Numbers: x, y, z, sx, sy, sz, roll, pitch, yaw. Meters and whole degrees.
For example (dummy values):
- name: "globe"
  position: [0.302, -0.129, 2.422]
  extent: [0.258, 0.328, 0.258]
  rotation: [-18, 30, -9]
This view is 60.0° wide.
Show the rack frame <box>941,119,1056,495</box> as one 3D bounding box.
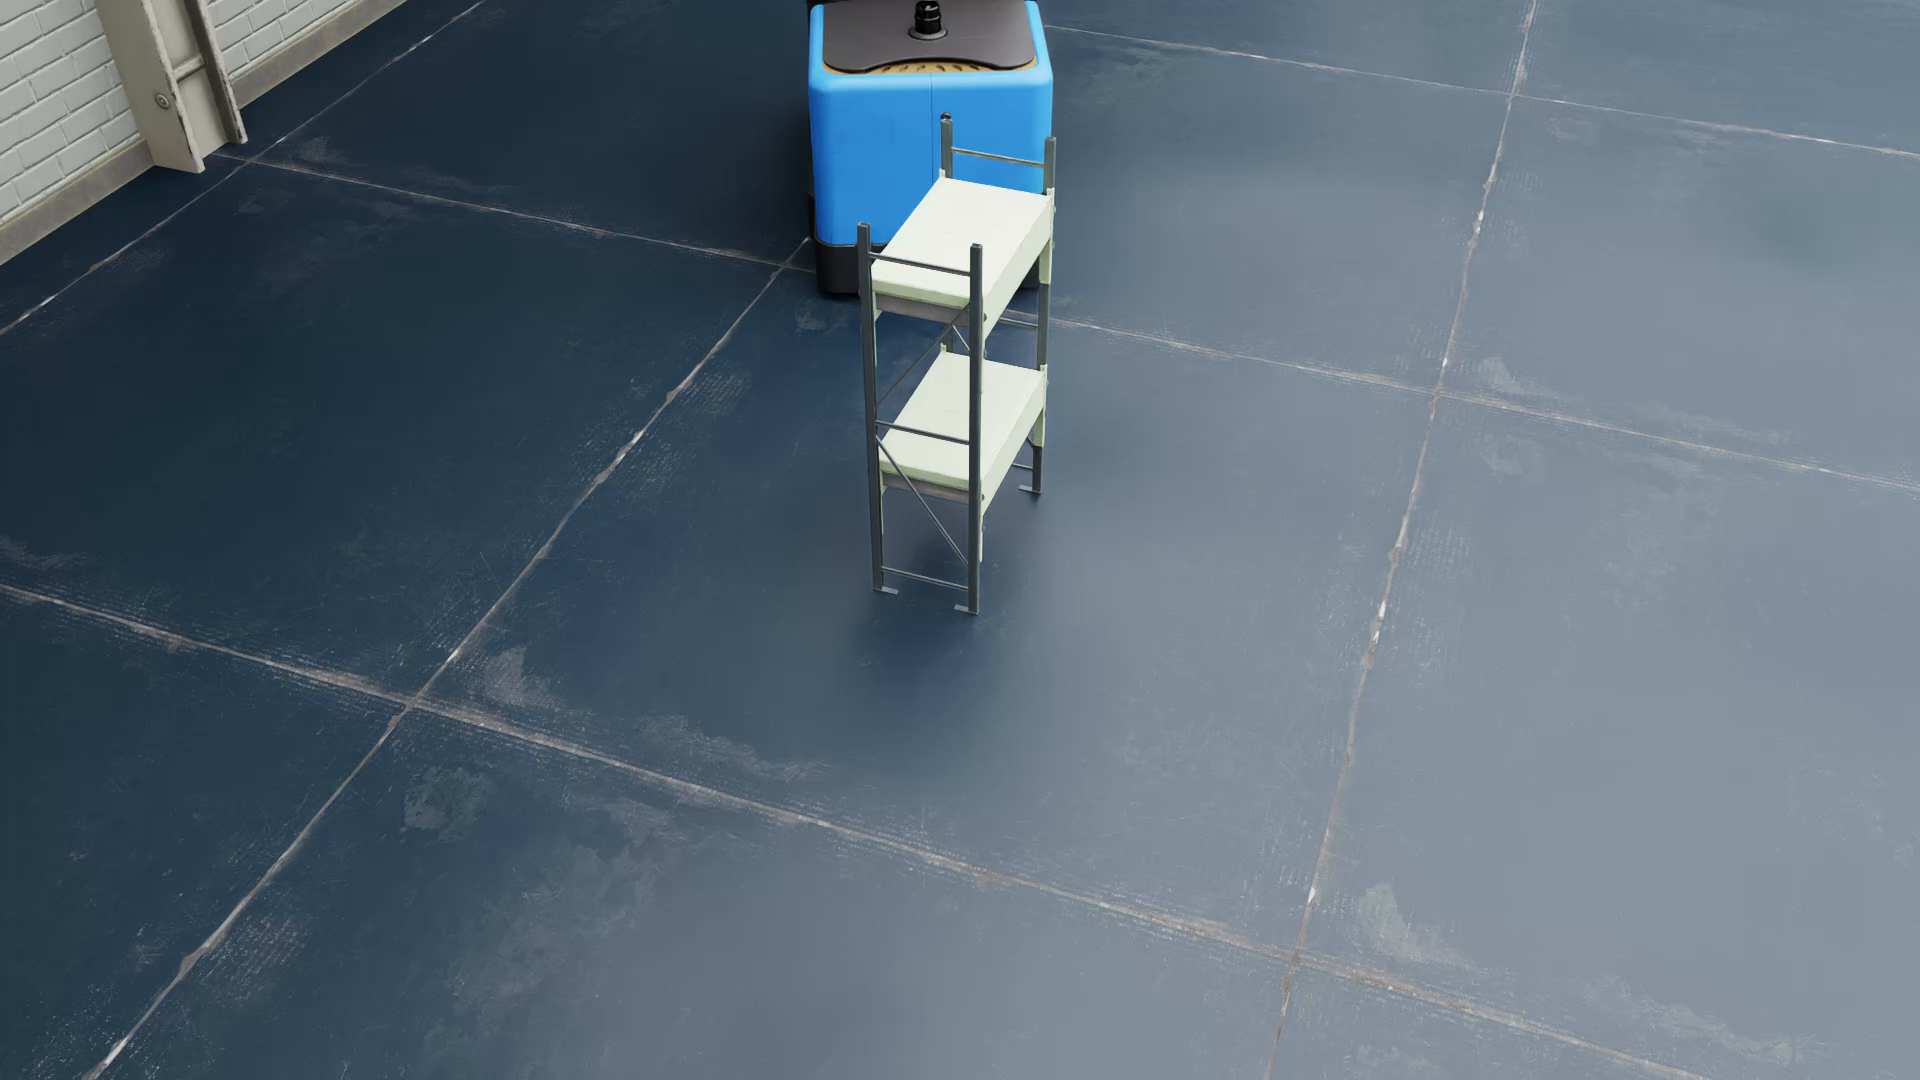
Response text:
- name: "rack frame"
  position: [0.127, -0.798, 6.030]
  extent: [0.400, 1.500, 0.023]
  rotation: [13, 42, 15]

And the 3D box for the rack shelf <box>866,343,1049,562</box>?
- name: "rack shelf"
  position: [0.002, -0.327, 5.980]
  extent: [0.431, 0.370, 0.720]
  rotation: [13, 42, 15]

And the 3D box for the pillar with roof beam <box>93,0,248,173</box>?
- name: "pillar with roof beam"
  position: [0.109, -4.480, 4.567]
  extent: [9.100, 9.000, 0.400]
  rotation: [13, 42, 15]

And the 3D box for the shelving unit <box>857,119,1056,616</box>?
- name: "shelving unit"
  position: [0.002, -0.575, 5.768]
  extent: [0.431, 1.500, 0.755]
  rotation: [13, 42, 15]

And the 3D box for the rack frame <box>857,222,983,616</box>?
- name: "rack frame"
  position: [-0.123, -0.351, 5.506]
  extent: [0.400, 1.500, 0.023]
  rotation: [13, 42, 15]

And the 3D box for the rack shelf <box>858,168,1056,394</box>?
- name: "rack shelf"
  position: [0.002, -0.872, 5.515]
  extent: [0.431, 0.370, 0.720]
  rotation: [13, 42, 15]

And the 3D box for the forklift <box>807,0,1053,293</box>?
- name: "forklift"
  position: [-0.196, -3.159, 7.695]
  extent: [1.130, 2.935, 3.031]
  rotation: [-2, 41, -2]
